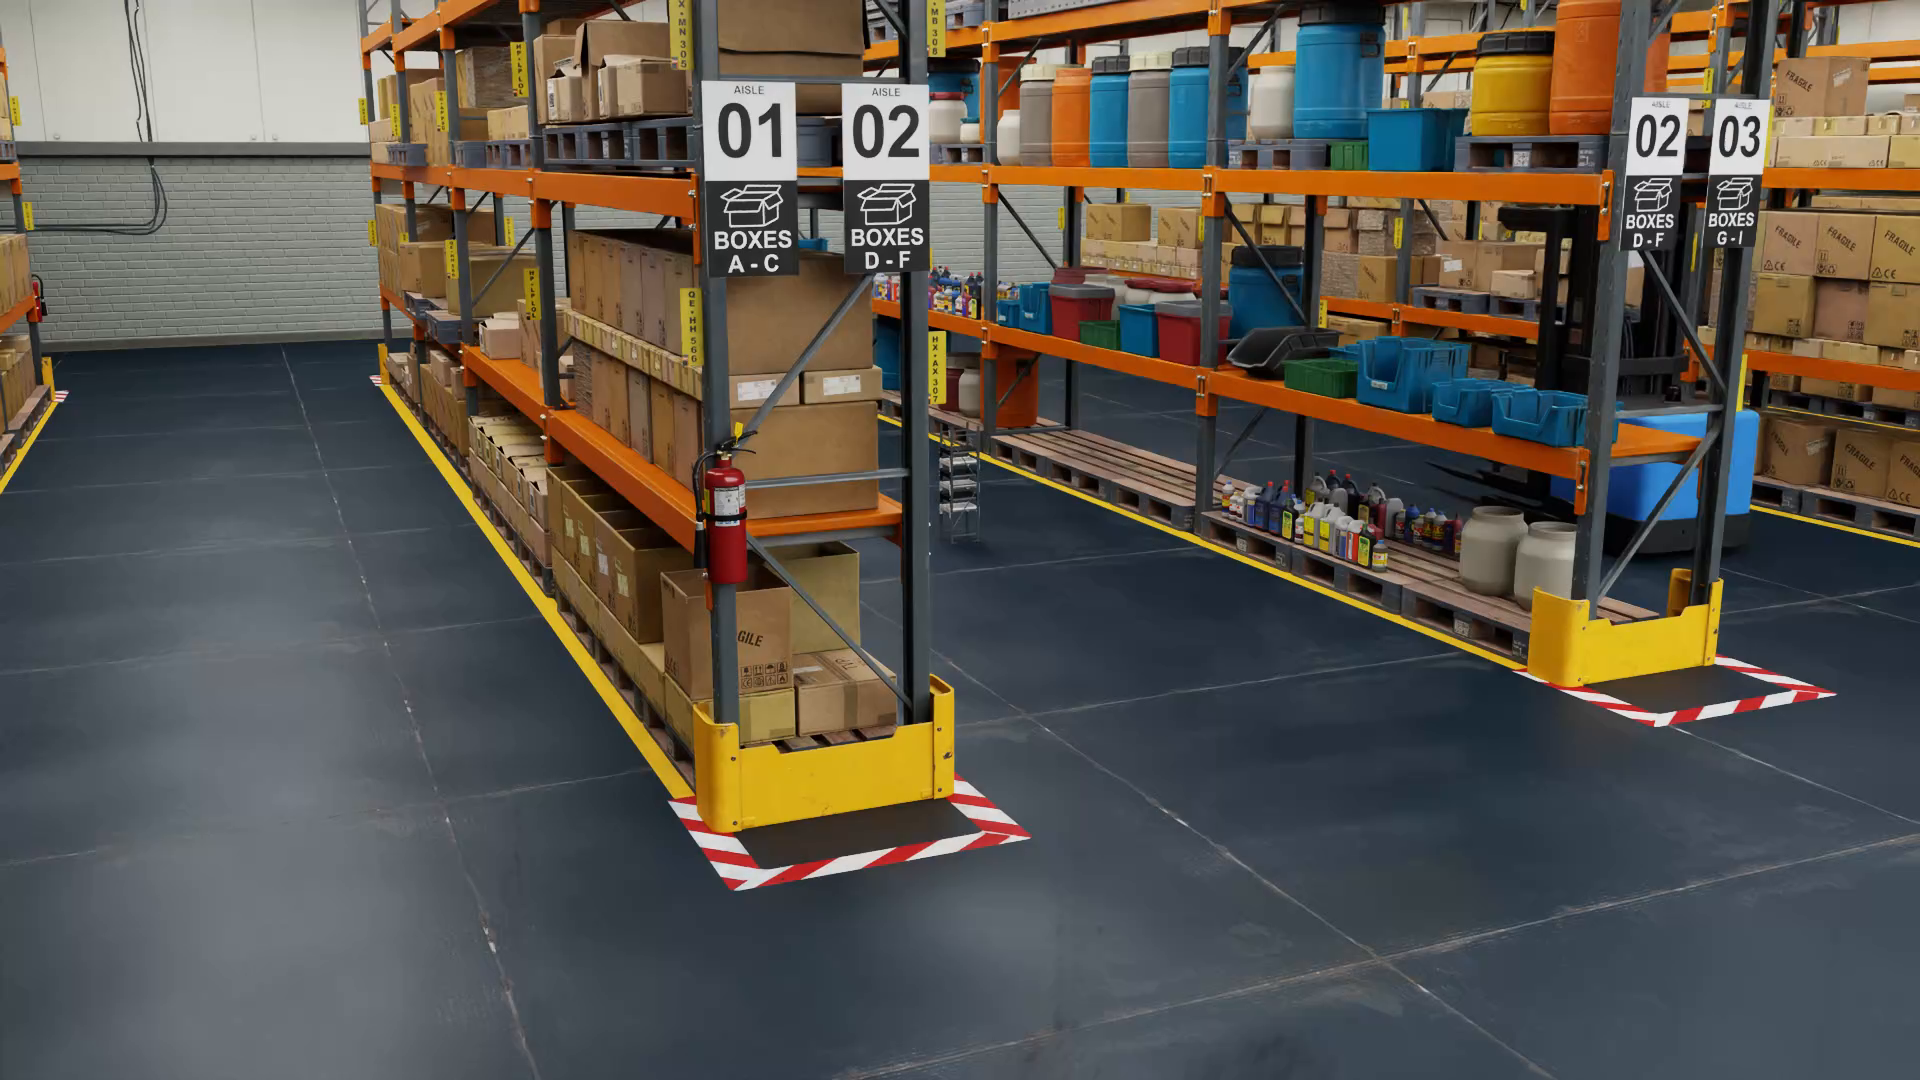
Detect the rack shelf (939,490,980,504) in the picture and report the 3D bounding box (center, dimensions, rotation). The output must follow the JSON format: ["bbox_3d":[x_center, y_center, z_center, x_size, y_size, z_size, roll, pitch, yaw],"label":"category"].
[{"bbox_3d":[-0.003,-0.320,12.803,0.258,0.077,0.200,-6,14,-23],"label":"rack shelf"}]

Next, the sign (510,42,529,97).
[{"bbox_3d":[-2.716,-2.904,10.268,0.100,0.325,0.005,-6,14,-23],"label":"sign"}]

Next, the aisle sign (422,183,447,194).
[{"bbox_3d":[-6.776,-4.876,21.520,0.394,0.787,0.004,-6,14,-23],"label":"aisle sign"}]

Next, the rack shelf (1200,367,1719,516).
[{"bbox_3d":[3.118,-0.771,11.146,1.077,0.370,4.000,-6,14,-23],"label":"rack shelf"}]

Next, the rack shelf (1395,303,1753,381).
[{"bbox_3d":[6.054,-2.045,16.650,1.077,0.370,4.000,-6,14,-23],"label":"rack shelf"}]

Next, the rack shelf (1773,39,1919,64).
[{"bbox_3d":[10.640,-5.200,17.864,1.077,0.370,4.000,-6,14,-23],"label":"rack shelf"}]

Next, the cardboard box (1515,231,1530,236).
[{"bbox_3d":[7.972,-4.312,23.153,0.380,0.149,0.250,-5,14,-20],"label":"cardboard box"}]

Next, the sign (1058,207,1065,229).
[{"bbox_3d":[1.538,-4.873,25.177,0.100,0.325,0.005,-6,14,-23],"label":"sign"}]

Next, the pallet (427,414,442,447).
[{"bbox_3d":[-5.067,-1.218,17.665,1.003,0.211,1.213,-6,14,-23],"label":"pallet"}]

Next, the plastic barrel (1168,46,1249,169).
[{"bbox_3d":[1.915,-3.326,12.825,0.600,0.901,0.708,-6,14,-23],"label":"plastic barrel"}]

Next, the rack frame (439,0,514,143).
[{"bbox_3d":[-3.825,-4.838,13.815,1.000,3.000,0.127,-6,14,-23],"label":"rack frame"}]

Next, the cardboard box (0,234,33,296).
[{"bbox_3d":[-11.354,-3.161,19.211,0.980,0.700,0.700,-5,14,-20],"label":"cardboard box"}]

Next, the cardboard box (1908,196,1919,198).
[{"bbox_3d":[16.925,-5.748,29.064,0.500,0.500,0.500,-6,14,-25],"label":"cardboard box"}]

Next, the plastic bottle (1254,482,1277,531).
[{"bbox_3d":[2.260,-0.255,12.217,0.144,0.351,0.185,-5,14,-21],"label":"plastic bottle"}]

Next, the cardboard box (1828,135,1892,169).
[{"bbox_3d":[7.207,-3.042,13.042,0.500,0.250,0.500,-6,14,-25],"label":"cardboard box"}]

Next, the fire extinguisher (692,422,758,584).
[{"bbox_3d":[-0.999,-0.158,7.072,0.296,0.674,0.183,-6,14,-23],"label":"fire extinguisher"}]

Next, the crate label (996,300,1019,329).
[{"bbox_3d":[0.540,-2.159,15.917,0.303,0.233,0.416,-6,14,-23],"label":"crate label"}]

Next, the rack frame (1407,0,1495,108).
[{"bbox_3d":[5.253,-5.732,17.677,1.000,3.000,0.127,-6,14,-23],"label":"rack frame"}]

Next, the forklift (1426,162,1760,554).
[{"bbox_3d":[4.962,-1.612,13.333,1.130,2.935,3.031,-4,14,-17],"label":"forklift"}]

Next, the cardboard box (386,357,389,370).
[{"bbox_3d":[-7.177,-2.276,21.396,0.380,0.149,0.250,-6,14,-23],"label":"cardboard box"}]

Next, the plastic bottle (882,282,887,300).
[{"bbox_3d":[-0.844,-2.839,18.924,0.097,0.201,0.097,0,13,0],"label":"plastic bottle"}]

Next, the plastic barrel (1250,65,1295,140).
[{"bbox_3d":[2.310,-3.149,11.991,0.421,0.512,0.421,0,13,0],"label":"plastic barrel"}]

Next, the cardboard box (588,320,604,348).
[{"bbox_3d":[-1.981,-1.221,9.833,0.380,0.149,0.250,-6,14,-23],"label":"cardboard box"}]

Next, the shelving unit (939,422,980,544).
[{"bbox_3d":[-0.003,-0.440,12.776,0.258,0.900,0.210,-6,14,-23],"label":"shelving unit"}]

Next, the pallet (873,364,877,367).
[{"bbox_3d":[-1.710,-2.230,22.038,1.003,0.211,1.213,-6,14,-23],"label":"pallet"}]

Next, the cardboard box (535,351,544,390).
[{"bbox_3d":[-2.743,-1.188,11.649,0.396,0.266,0.258,-6,14,-24],"label":"cardboard box"}]

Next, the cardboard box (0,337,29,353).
[{"bbox_3d":[-10.874,-2.224,19.000,0.380,0.149,0.250,-5,14,-21],"label":"cardboard box"}]

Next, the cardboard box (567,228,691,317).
[{"bbox_3d":[-2.039,-1.678,10.369,0.700,0.500,0.500,-6,14,-23],"label":"cardboard box"}]

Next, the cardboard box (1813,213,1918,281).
[{"bbox_3d":[7.204,-2.341,13.232,0.500,0.500,0.500,-6,14,-23],"label":"cardboard box"}]

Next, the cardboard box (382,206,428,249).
[{"bbox_3d":[-6.681,-3.777,20.097,0.500,0.500,0.500,-5,14,-22],"label":"cardboard box"}]

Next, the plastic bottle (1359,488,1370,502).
[{"bbox_3d":[3.020,-0.250,12.344,0.061,0.283,0.133,-5,14,-19],"label":"plastic bottle"}]

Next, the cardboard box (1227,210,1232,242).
[{"bbox_3d":[3.693,-4.195,22.351,0.500,0.500,0.500,-6,14,-23],"label":"cardboard box"}]

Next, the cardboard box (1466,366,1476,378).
[{"bbox_3d":[5.540,-1.669,17.996,0.700,0.500,0.500,-6,15,-26],"label":"cardboard box"}]

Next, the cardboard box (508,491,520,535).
[{"bbox_3d":[-3.061,-0.223,12.349,0.500,0.250,0.500,-5,14,-22],"label":"cardboard box"}]

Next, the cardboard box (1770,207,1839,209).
[{"bbox_3d":[10.009,-3.678,19.671,0.700,0.500,0.500,-6,14,-23],"label":"cardboard box"}]

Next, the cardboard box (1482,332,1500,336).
[{"bbox_3d":[7.819,-3.059,24.168,0.380,0.149,0.250,-5,14,-22],"label":"cardboard box"}]

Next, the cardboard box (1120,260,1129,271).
[{"bbox_3d":[2.506,-3.918,23.705,0.380,0.149,0.250,-6,14,-24],"label":"cardboard box"}]

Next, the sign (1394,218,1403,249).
[{"bbox_3d":[4.746,-3.322,18.004,0.100,0.325,0.005,-6,14,-23],"label":"sign"}]

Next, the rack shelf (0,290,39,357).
[{"bbox_3d":[-10.766,-2.356,17.992,1.077,0.370,4.000,-6,14,-23],"label":"rack shelf"}]

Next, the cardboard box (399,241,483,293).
[{"bbox_3d":[-5.443,-2.877,17.493,0.700,0.500,0.500,-12,18,-42],"label":"cardboard box"}]

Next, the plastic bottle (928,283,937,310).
[{"bbox_3d":[-0.296,-2.586,17.649,0.061,0.283,0.133,-6,14,-23],"label":"plastic bottle"}]

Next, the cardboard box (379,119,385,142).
[{"bbox_3d":[-6.466,-4.760,19.354,0.500,0.250,0.500,-6,14,-23],"label":"cardboard box"}]

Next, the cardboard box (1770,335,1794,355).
[{"bbox_3d":[6.989,-1.636,13.842,0.380,0.149,0.250,-6,14,-23],"label":"cardboard box"}]

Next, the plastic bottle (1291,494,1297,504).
[{"bbox_3d":[2.429,-0.197,12.143,0.097,0.271,0.097,0,13,0],"label":"plastic bottle"}]

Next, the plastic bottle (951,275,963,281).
[{"bbox_3d":[-0.031,-2.868,18.883,0.152,0.276,0.135,-6,14,-23],"label":"plastic bottle"}]

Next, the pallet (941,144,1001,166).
[{"bbox_3d":[0.498,-3.898,16.825,1.003,0.211,1.213,-6,14,-23],"label":"pallet"}]

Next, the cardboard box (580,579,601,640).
[{"bbox_3d":[-1.924,0.377,9.754,0.500,0.250,0.500,-6,14,-23],"label":"cardboard box"}]

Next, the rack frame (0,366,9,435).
[{"bbox_3d":[-9.965,-2.293,16.125,1.000,3.000,0.127,-6,14,-23],"label":"rack frame"}]

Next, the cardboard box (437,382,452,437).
[{"bbox_3d":[-4.838,-1.298,16.395,0.500,0.500,0.500,-6,14,-25],"label":"cardboard box"}]

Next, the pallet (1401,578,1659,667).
[{"bbox_3d":[3.526,0.470,10.371,1.003,0.211,1.213,-6,14,-23],"label":"pallet"}]

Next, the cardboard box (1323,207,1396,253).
[{"bbox_3d":[4.717,-3.634,19.471,0.797,0.503,0.637,-5,14,-22],"label":"cardboard box"}]

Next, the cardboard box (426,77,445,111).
[{"bbox_3d":[-4.756,-4.119,15.986,0.600,0.600,0.600,-6,14,-25],"label":"cardboard box"}]

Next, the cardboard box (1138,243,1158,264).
[{"bbox_3d":[2.819,-3.987,23.116,0.500,0.250,0.500,-5,14,-22],"label":"cardboard box"}]

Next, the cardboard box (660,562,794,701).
[{"bbox_3d":[-1.108,0.424,7.890,0.500,0.500,0.500,-6,14,-23],"label":"cardboard box"}]

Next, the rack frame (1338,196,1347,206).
[{"bbox_3d":[6.634,-4.889,27.341,1.000,3.000,0.127,-6,14,-23],"label":"rack frame"}]
